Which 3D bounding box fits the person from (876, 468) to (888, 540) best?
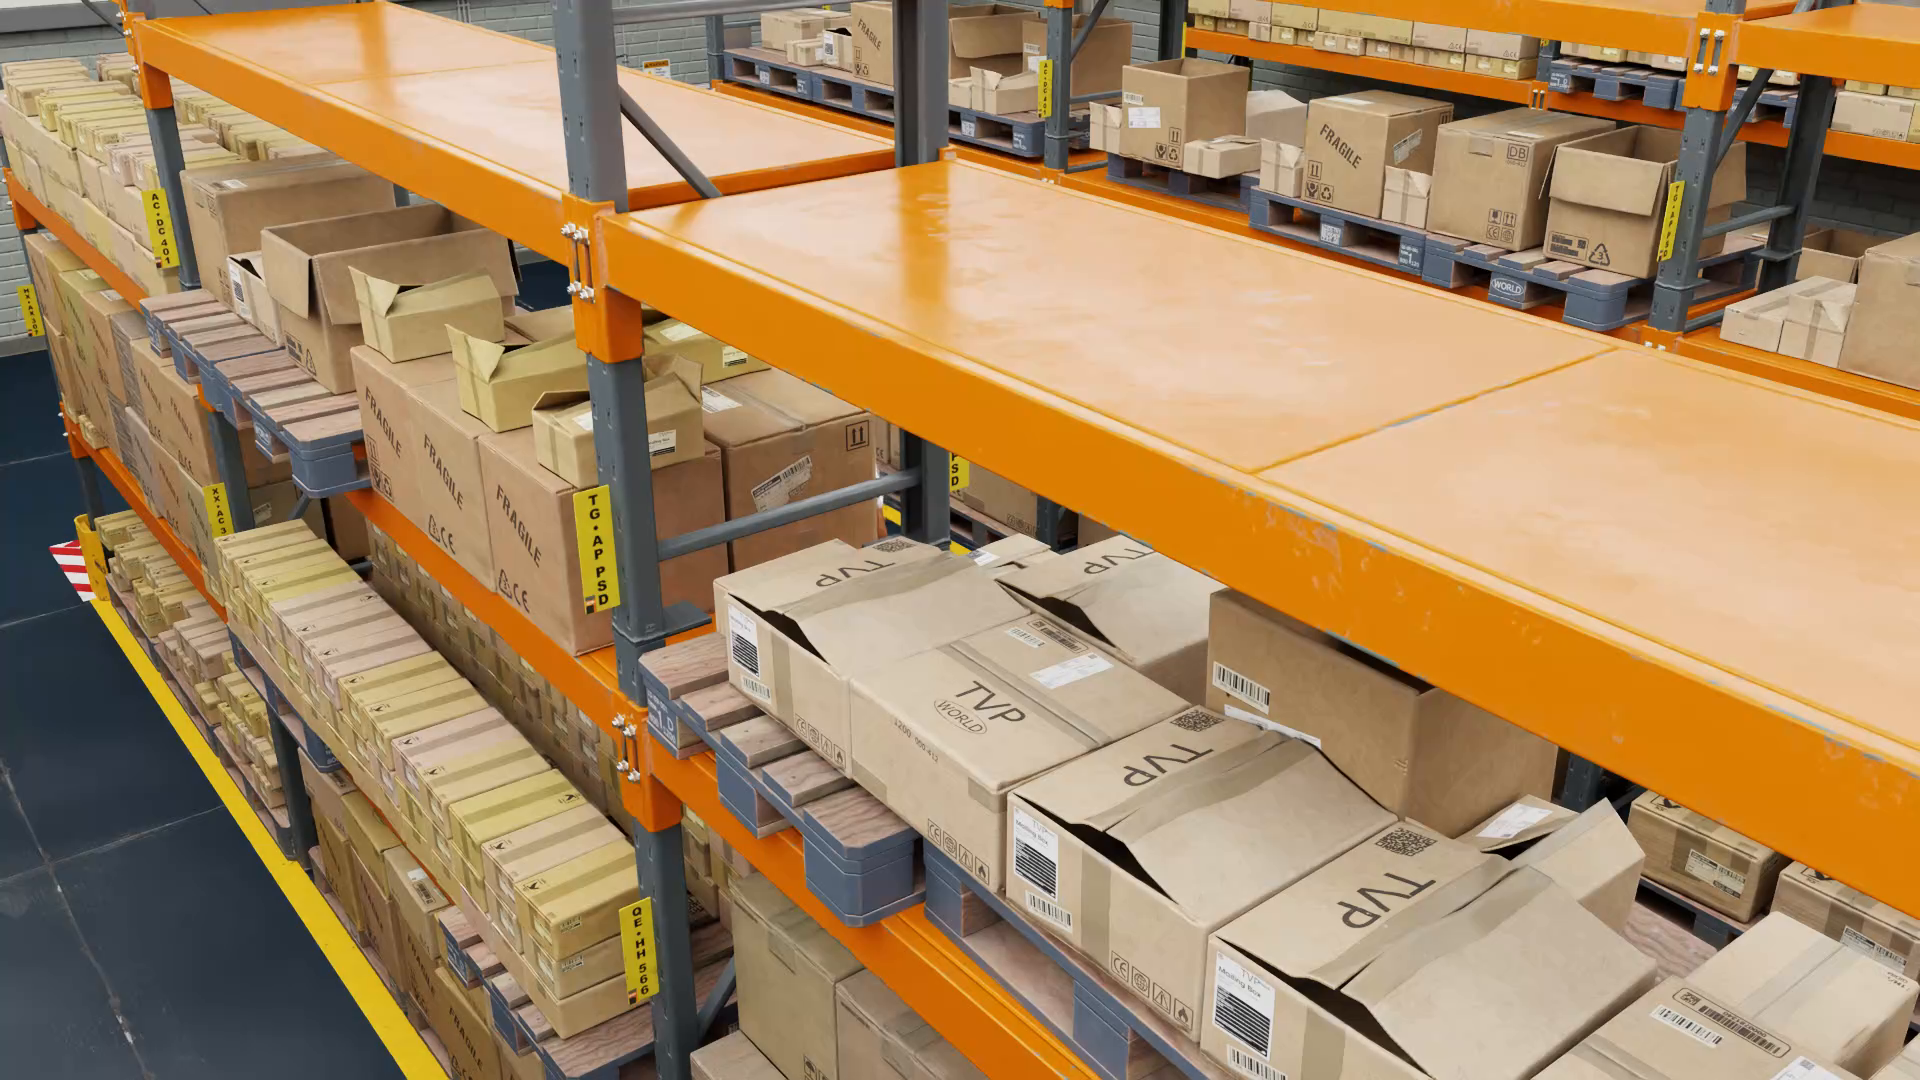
[{"bbox_3d":[-0.715,0.032,9.806,0.828,1.628,0.495,-10,27,-20],"label":"person"}]
